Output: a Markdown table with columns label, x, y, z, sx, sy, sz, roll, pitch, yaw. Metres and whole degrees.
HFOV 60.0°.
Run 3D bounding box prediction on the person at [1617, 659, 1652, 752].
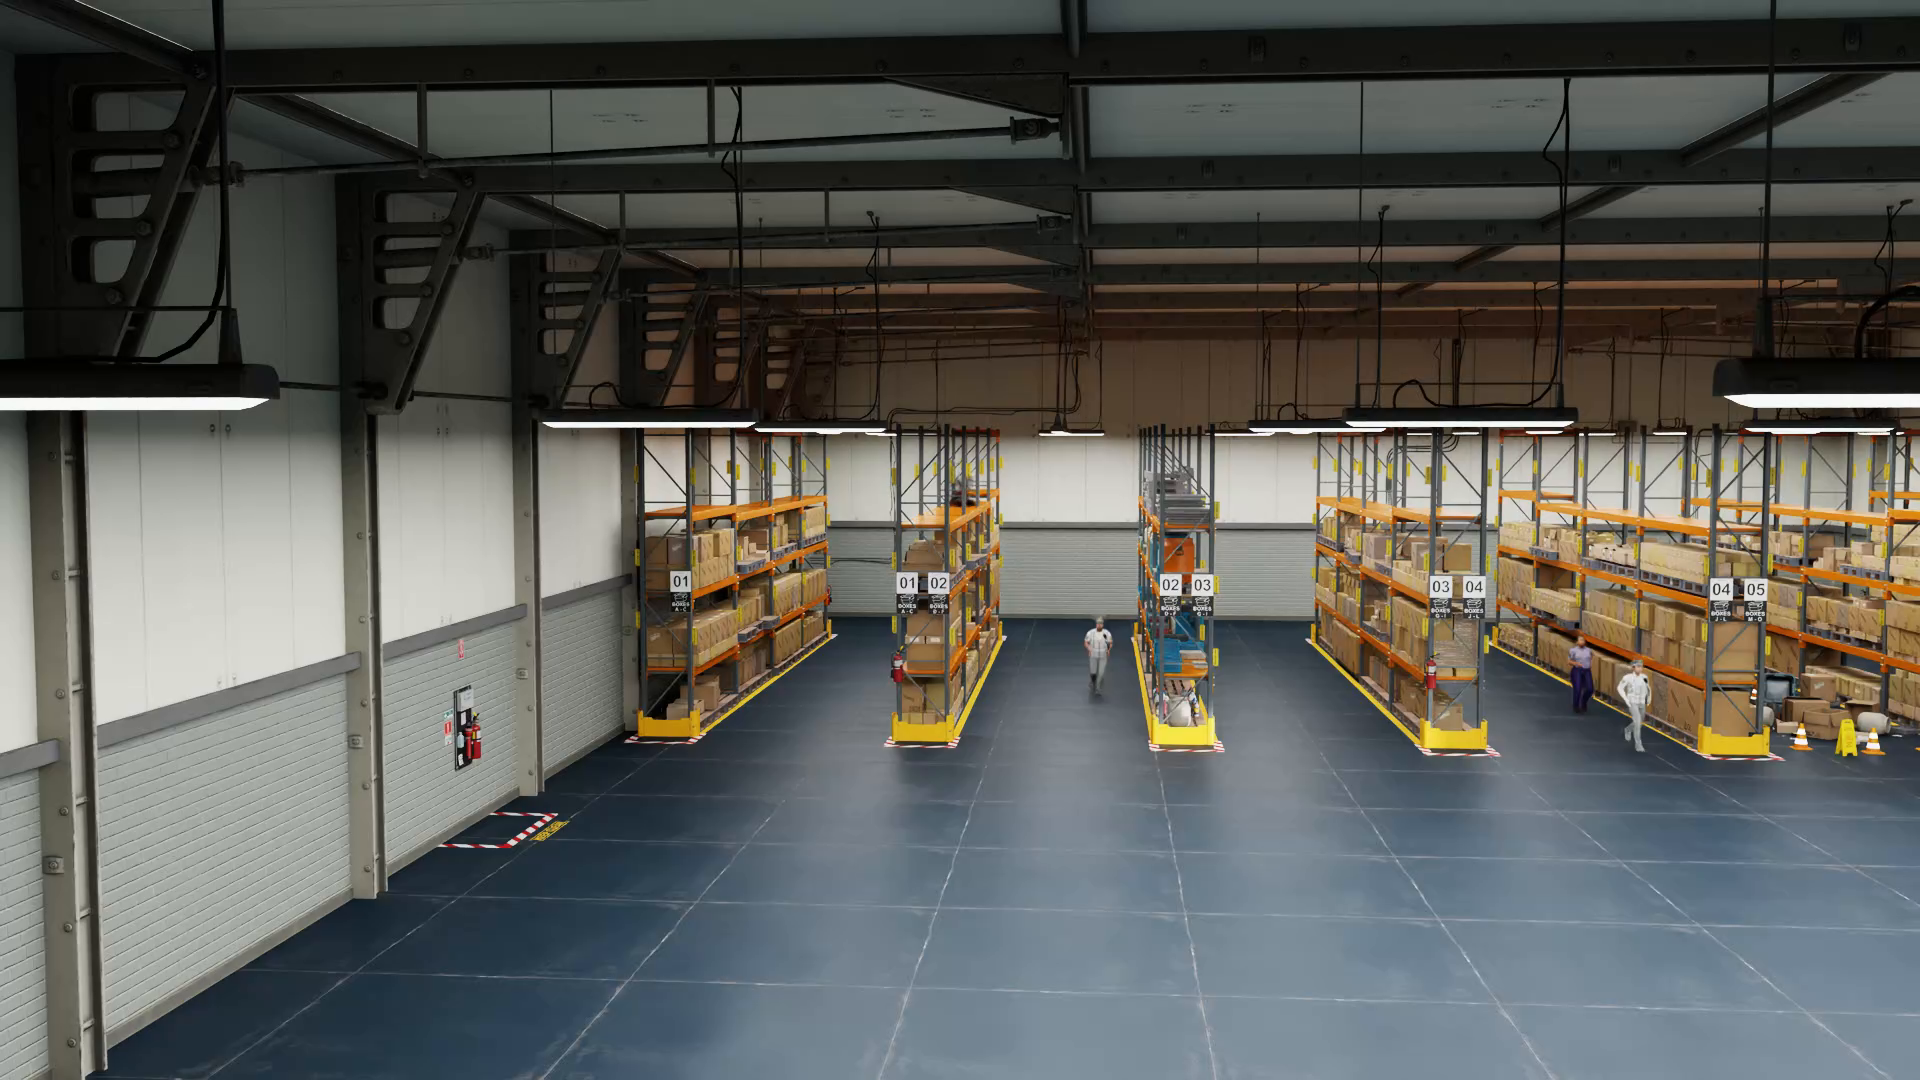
| label | x | y | z | sx | sy | sz | roll | pitch | yaw |
| --- | --- | --- | --- | --- | --- | --- | --- | --- | --- |
| person | 12.476 | 3.034 | 30.767 | 0.626 | 1.694 | 0.778 | -1 | 4 | -9 |

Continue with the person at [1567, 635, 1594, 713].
| label | x | y | z | sx | sy | sz | roll | pitch | yaw |
| --- | --- | --- | --- | --- | --- | --- | --- | --- | --- |
| person | 12.964 | 2.803 | 34.635 | 0.591 | 1.618 | 0.576 | 0 | 3 | 2 |

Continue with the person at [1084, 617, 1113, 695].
| label | x | y | z | sx | sy | sz | roll | pitch | yaw |
| --- | --- | --- | --- | --- | --- | --- | --- | --- | --- |
| person | 3.106 | 2.585 | 37.206 | 0.644 | 1.732 | 0.595 | 0 | 3 | 1 |
